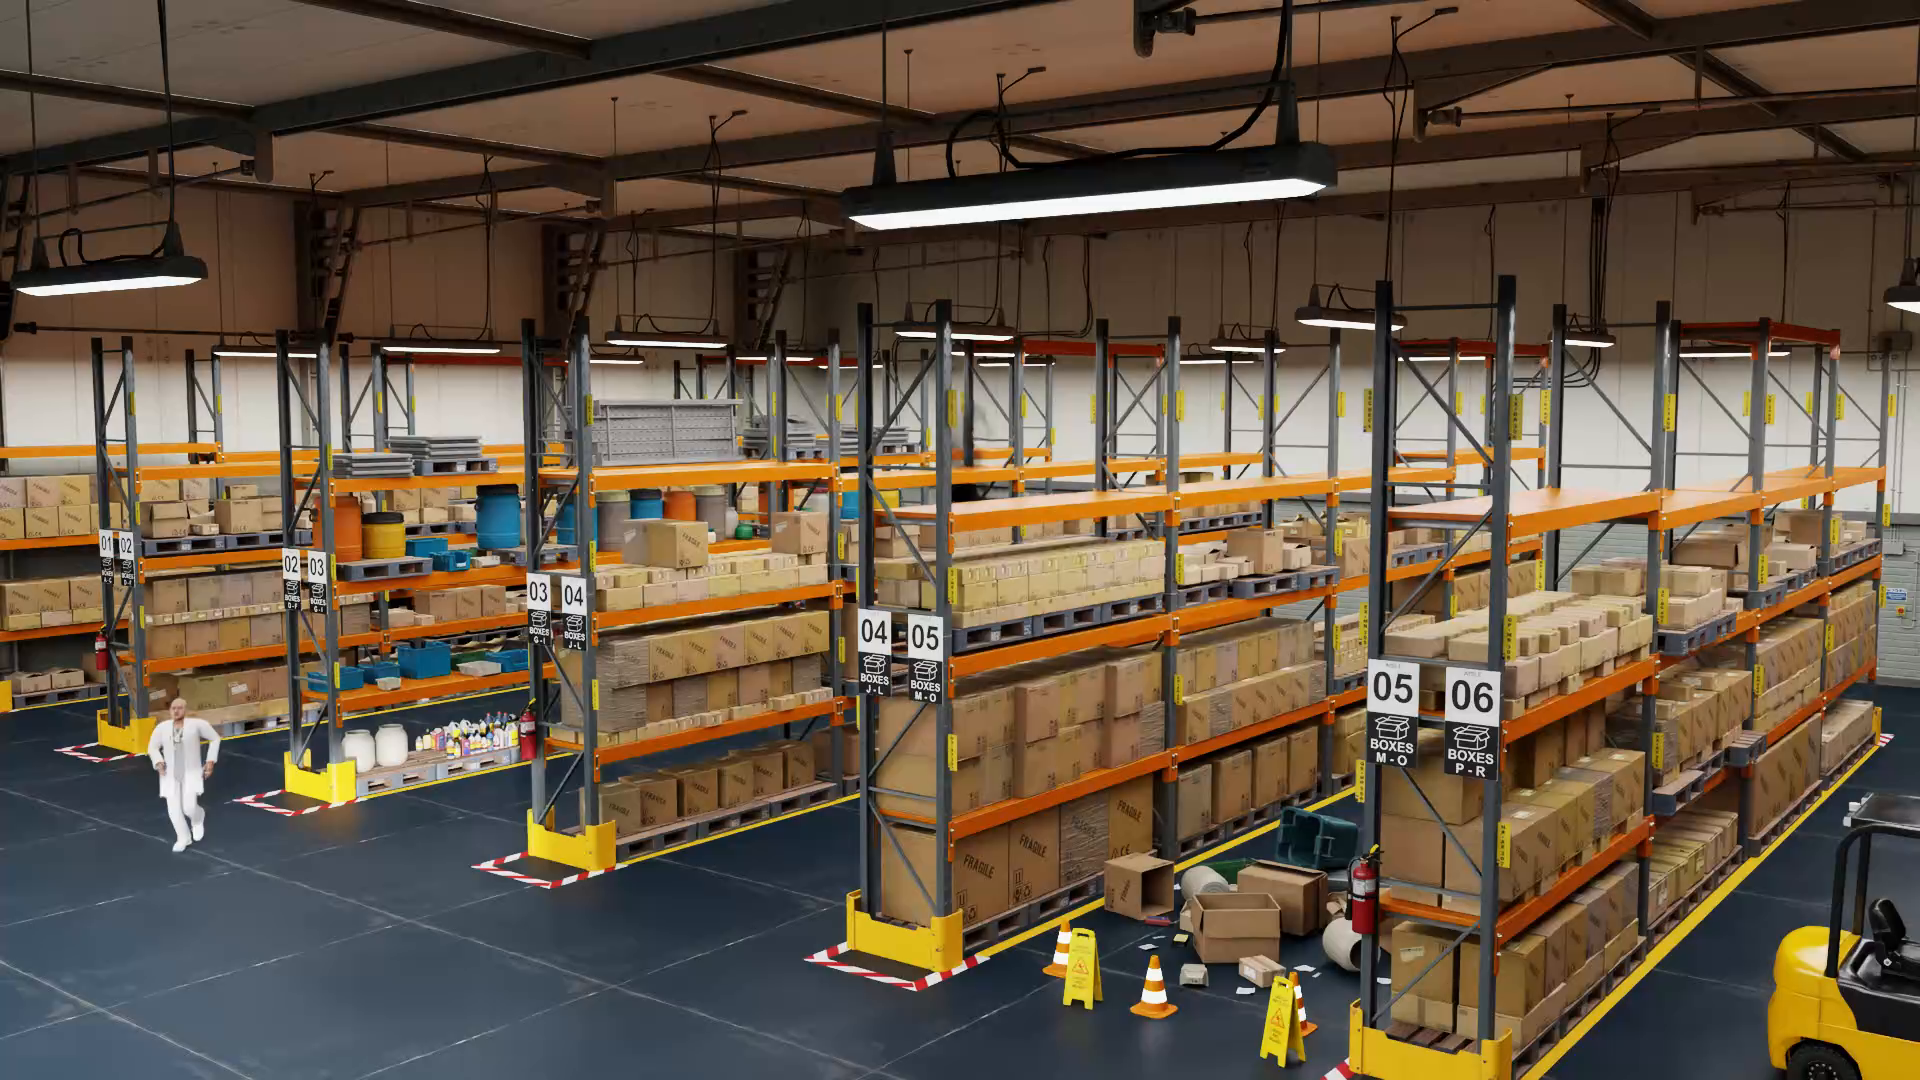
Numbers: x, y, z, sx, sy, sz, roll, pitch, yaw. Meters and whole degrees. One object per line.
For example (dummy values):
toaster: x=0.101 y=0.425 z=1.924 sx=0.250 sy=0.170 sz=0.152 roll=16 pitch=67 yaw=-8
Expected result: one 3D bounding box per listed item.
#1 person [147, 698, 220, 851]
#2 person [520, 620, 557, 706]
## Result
person: x=-8.825 y=2.658 z=18.898 sx=0.748 sy=1.736 sz=0.651 roll=-1 pitch=5 yaw=-14
person: x=-6.775 y=1.926 z=26.920 sx=0.678 sy=1.838 sz=0.805 roll=3 pitch=6 yaw=30
